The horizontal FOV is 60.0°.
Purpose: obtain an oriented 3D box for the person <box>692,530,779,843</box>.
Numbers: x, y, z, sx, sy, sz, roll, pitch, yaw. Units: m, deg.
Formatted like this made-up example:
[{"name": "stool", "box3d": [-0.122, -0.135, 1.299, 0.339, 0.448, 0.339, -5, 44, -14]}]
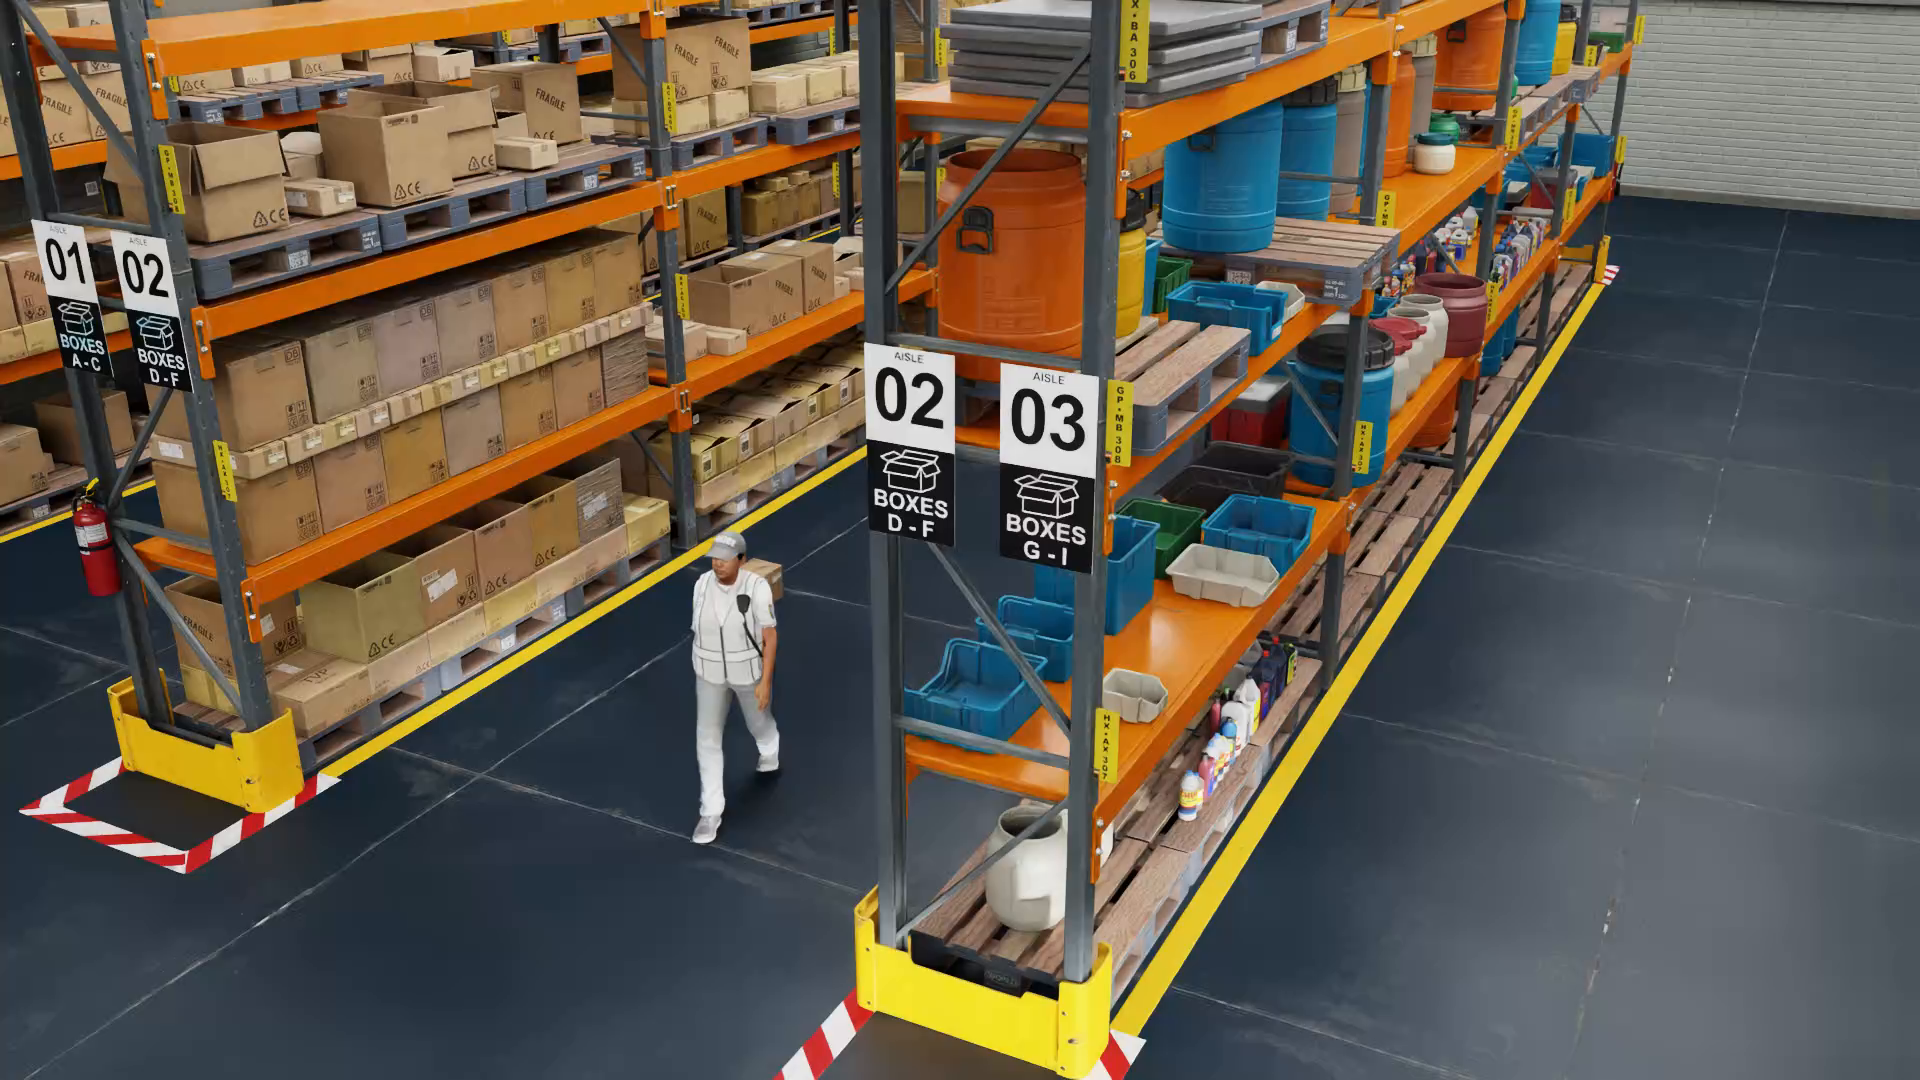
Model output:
[{"name": "person", "box3d": [-1.215, 0.719, 9.012, 0.478, 1.610, 0.999, 2, 23, 4]}]
